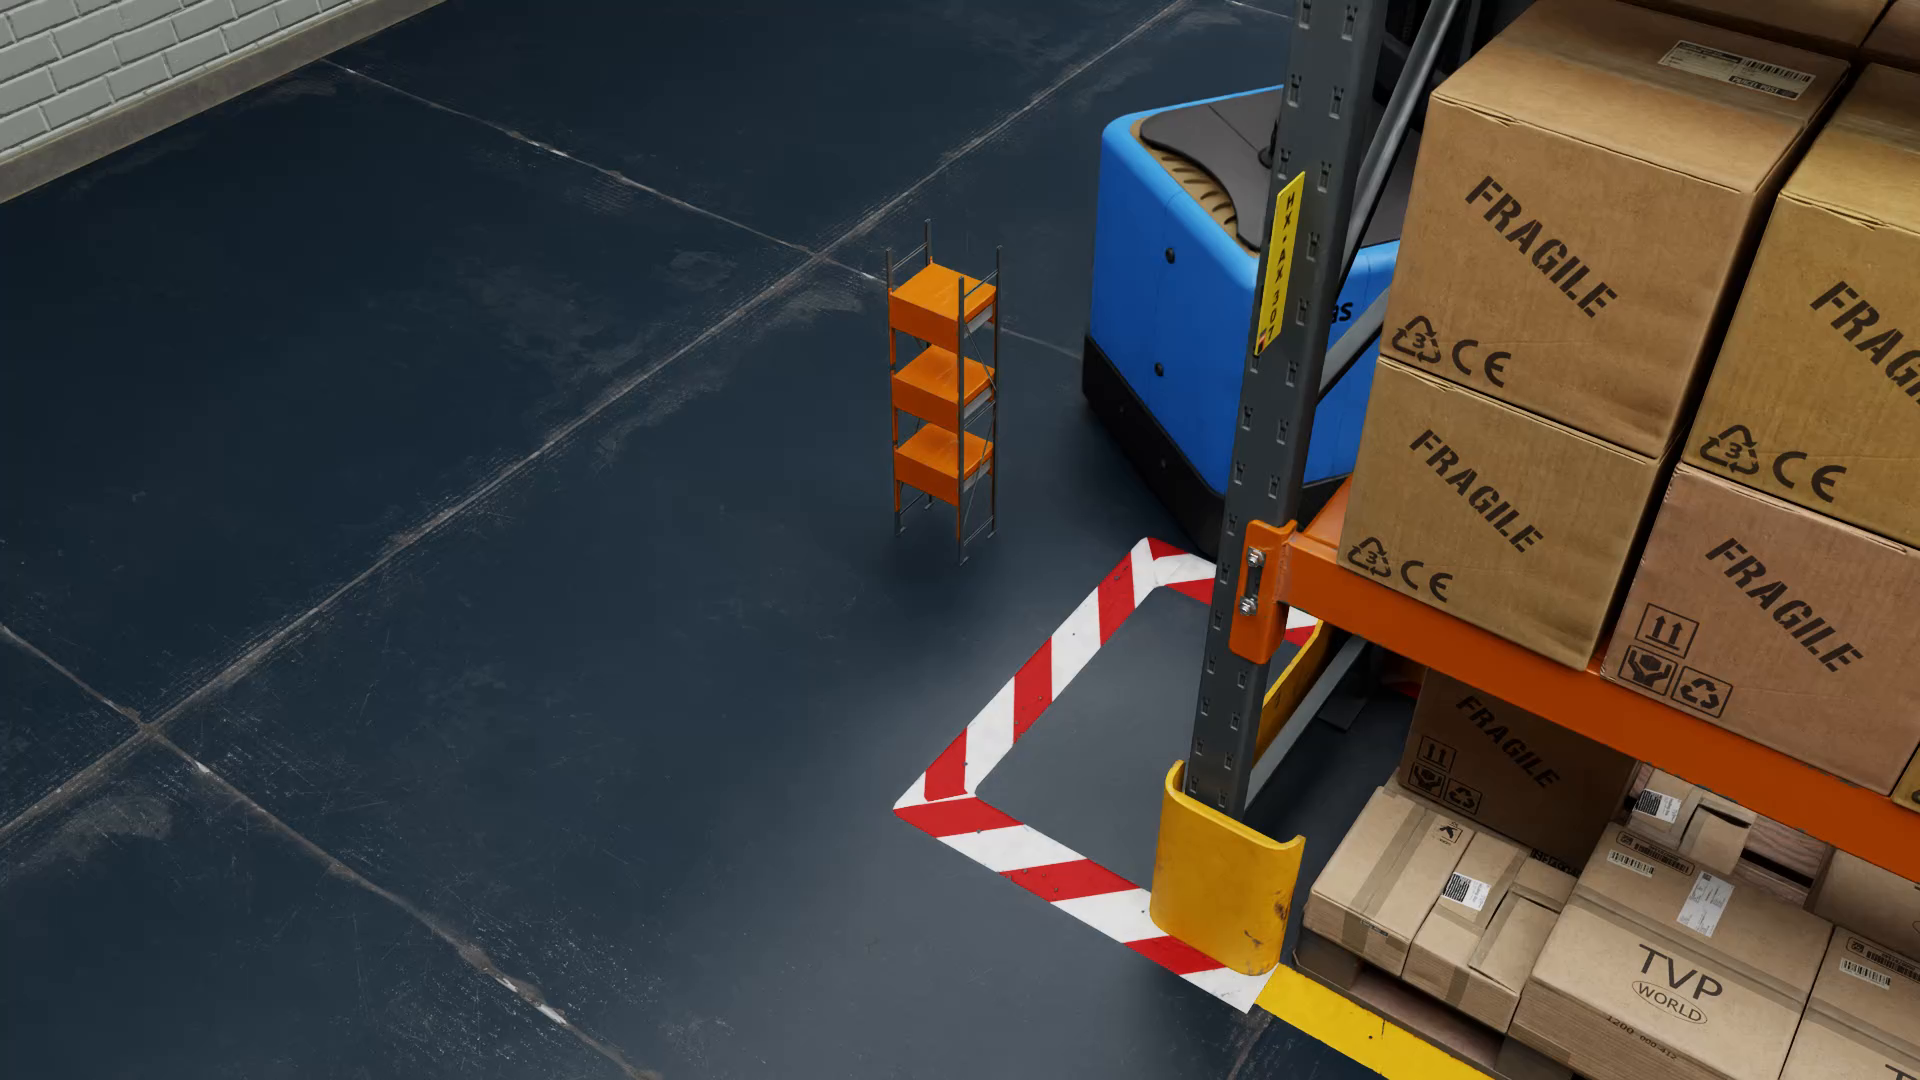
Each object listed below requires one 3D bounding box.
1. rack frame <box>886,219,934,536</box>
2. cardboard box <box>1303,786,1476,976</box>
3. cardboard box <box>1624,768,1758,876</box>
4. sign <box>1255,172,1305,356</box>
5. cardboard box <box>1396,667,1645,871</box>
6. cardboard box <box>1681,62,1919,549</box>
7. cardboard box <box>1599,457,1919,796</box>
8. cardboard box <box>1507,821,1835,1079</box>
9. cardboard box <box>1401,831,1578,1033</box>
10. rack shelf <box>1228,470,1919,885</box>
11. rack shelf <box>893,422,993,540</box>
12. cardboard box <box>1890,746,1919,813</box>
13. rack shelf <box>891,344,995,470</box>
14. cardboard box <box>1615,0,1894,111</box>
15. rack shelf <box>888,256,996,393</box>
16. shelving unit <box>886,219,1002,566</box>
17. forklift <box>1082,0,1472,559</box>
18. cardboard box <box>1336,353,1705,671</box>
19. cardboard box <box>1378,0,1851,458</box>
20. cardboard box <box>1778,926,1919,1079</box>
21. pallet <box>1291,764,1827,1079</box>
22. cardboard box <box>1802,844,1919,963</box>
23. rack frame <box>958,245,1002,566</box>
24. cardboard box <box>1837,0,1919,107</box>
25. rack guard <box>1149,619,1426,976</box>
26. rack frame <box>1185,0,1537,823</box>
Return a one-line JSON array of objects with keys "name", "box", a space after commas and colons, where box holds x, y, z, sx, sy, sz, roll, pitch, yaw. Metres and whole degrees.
[{"name": "rack frame", "box": [-0.144, -0.458, 4.975, 0.008, 1.050, 0.200, 25, 48, 25]}, {"name": "cardboard box", "box": [1.012, 0.797, 3.918, 0.250, 0.149, 0.380, 25, 48, 25]}, {"name": "cardboard box", "box": [1.733, 0.720, 3.990, 0.250, 0.166, 0.380, 25, 48, 25]}, {"name": "sign", "box": [0.555, -0.476, 2.883, 0.005, 0.325, 0.100, 25, 48, 25]}, {"name": "cardboard box", "box": [1.453, 0.392, 4.107, 0.500, 0.500, 0.500, 25, 48, 25]}, {"name": "cardboard box", "box": [1.511, -0.349, 2.566, 0.500, 0.500, 0.500, 26, 48, 26]}, {"name": "cardboard box", "box": [1.504, 0.022, 2.901, 0.500, 0.500, 0.500, 25, 47, 25]}, {"name": "cardboard box", "box": [1.558, 0.966, 3.653, 0.500, 0.250, 0.500, 25, 48, 25]}, {"name": "cardboard box", "box": [1.217, 0.886, 3.805, 0.250, 0.166, 0.380, 25, 48, 25]}, {"name": "rack shelf", "box": [2.504, 0.584, 2.887, 4.000, 0.370, 1.077, 25, 48, 25]}, {"name": "rack shelf", "box": [-0.044, -0.197, 5.115, 0.240, 0.259, 0.215, 25, 48, 25]}, {"name": "cardboard box", "box": [1.913, 0.216, 2.685, 0.500, 0.500, 0.500, 25, 47, 25]}, {"name": "rack shelf", "box": [-0.044, -0.404, 4.930, 0.240, 0.259, 0.215, 25, 48, 25]}, {"name": "cardboard box", "box": [1.389, -0.839, 3.113, 0.500, 0.500, 0.500, 25, 47, 25]}, {"name": "rack shelf", "box": [-0.044, -0.615, 4.741, 0.240, 0.259, 0.215, 25, 48, 25]}, {"name": "shelving unit", "box": [-0.044, -0.412, 4.923, 0.252, 1.050, 0.215, 25, 48, 25]}, {"name": "forklift", "box": [1.989, -1.647, 4.893, 3.031, 2.935, 1.130, -15, 44, -16]}, {"name": "cardboard box", "box": [1.078, -0.173, 3.119, 0.500, 0.500, 0.500, 26, 48, 26]}, {"name": "cardboard box", "box": [1.078, -0.545, 2.785, 0.500, 0.500, 0.500, 27, 48, 27]}, {"name": "cardboard box", "box": [1.967, 1.157, 3.439, 0.500, 0.250, 0.500, 25, 48, 25]}, {"name": "pallet", "box": [1.582, 0.924, 4.060, 1.213, 0.211, 1.003, 25, 48, 25]}, {"name": "cardboard box", "box": [2.214, 0.865, 3.766, 0.500, 0.250, 0.500, 25, 48, 25]}, {"name": "rack frame", "box": [0.056, -0.365, 4.871, 0.008, 1.050, 0.200, 25, 48, 25]}, {"name": "cardboard box", "box": [1.803, -0.646, 2.898, 0.500, 0.500, 0.500, 26, 48, 26]}, {"name": "rack guard", "box": [0.929, 0.511, 4.304, 0.348, 0.500, 1.175, 25, 48, 25]}, {"name": "rack frame", "box": [0.866, -0.449, 3.503, 0.127, 3.000, 1.000, 25, 48, 25]}]
